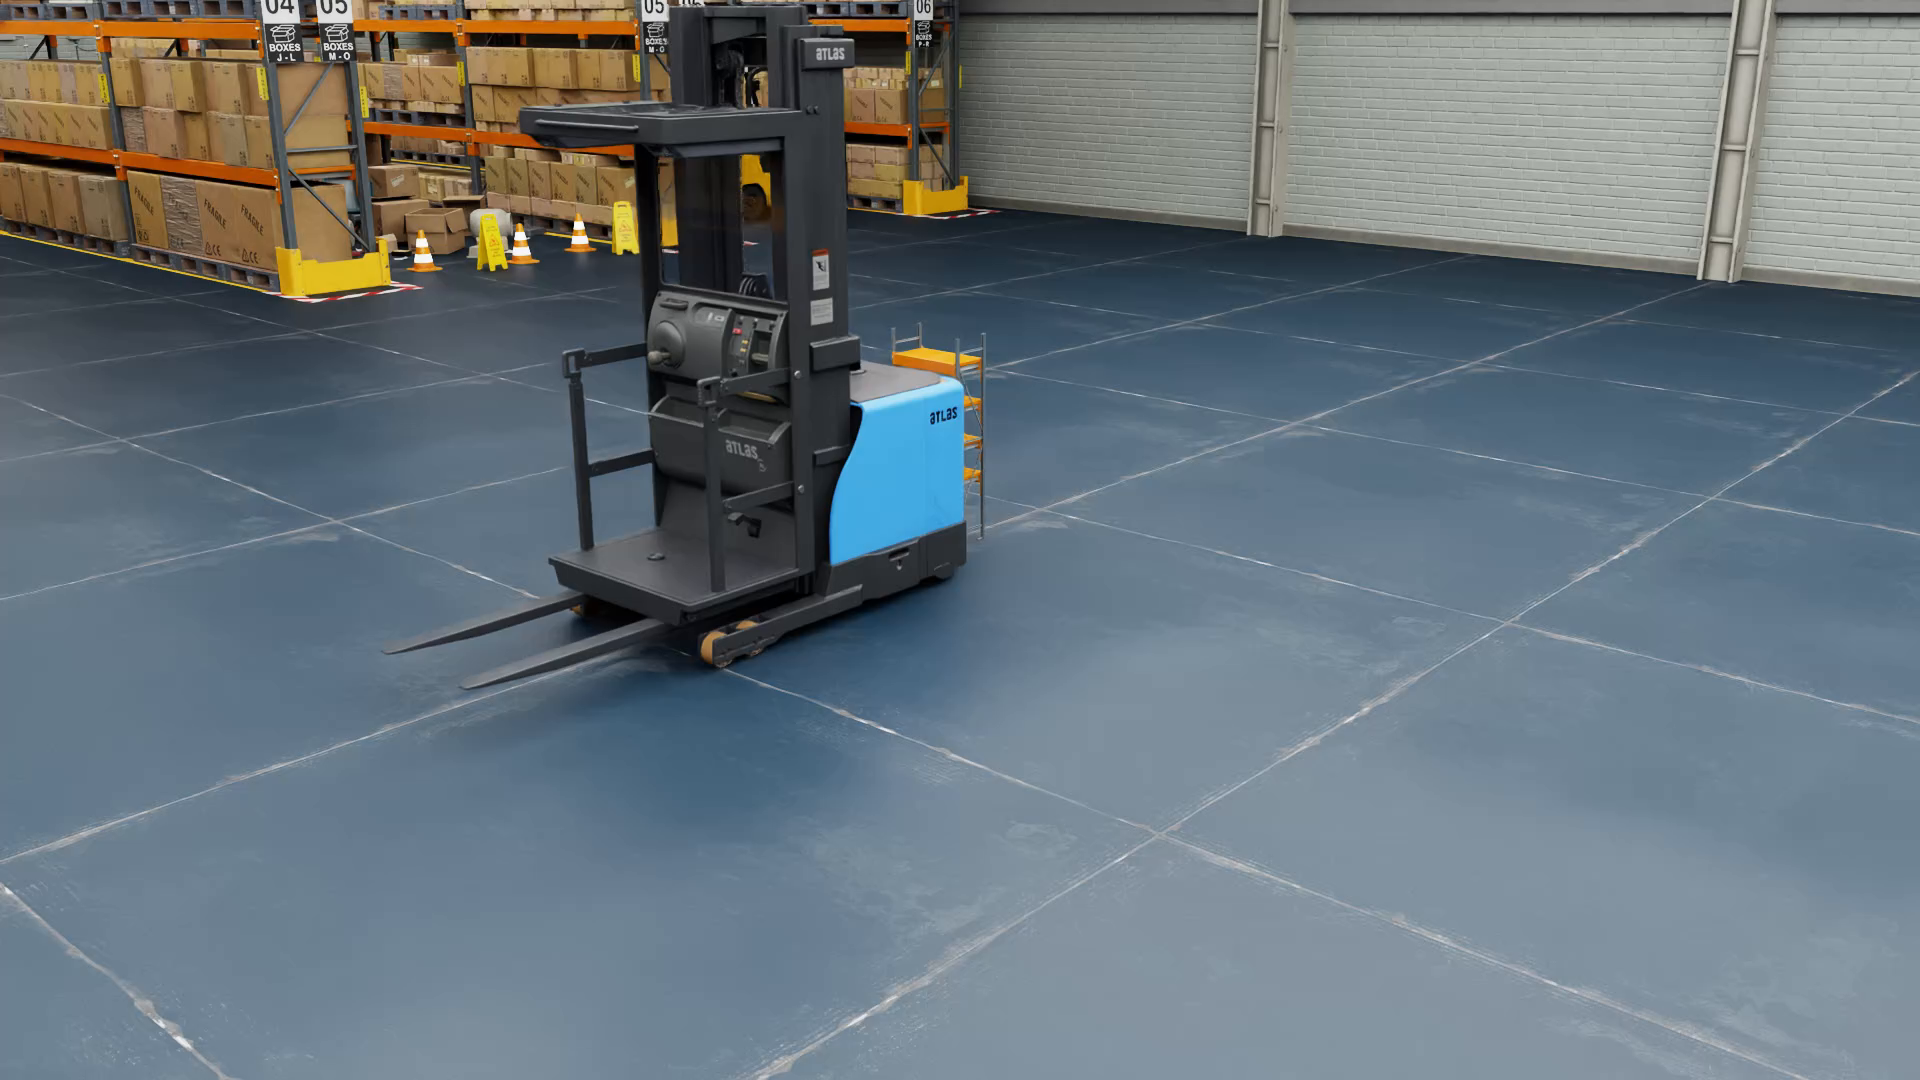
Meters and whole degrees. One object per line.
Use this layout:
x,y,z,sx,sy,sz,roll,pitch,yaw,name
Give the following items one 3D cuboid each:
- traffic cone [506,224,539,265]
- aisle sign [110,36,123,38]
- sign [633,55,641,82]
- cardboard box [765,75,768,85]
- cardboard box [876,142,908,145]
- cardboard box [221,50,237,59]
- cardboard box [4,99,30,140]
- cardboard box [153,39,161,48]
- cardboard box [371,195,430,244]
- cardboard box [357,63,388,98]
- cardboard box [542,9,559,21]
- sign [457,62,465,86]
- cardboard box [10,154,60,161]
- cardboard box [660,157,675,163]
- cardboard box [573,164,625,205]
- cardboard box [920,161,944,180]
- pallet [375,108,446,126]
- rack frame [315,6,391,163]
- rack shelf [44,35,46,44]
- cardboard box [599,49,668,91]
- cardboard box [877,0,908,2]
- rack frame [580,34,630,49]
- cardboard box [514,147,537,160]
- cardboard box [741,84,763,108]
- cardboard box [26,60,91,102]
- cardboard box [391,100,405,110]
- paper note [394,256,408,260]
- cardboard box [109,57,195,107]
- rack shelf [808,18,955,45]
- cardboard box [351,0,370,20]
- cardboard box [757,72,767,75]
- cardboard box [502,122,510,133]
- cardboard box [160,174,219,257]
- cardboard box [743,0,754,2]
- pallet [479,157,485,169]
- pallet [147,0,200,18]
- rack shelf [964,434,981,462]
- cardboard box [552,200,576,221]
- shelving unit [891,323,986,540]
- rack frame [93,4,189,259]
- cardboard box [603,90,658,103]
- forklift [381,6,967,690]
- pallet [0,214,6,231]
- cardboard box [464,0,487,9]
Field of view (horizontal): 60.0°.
-5.340,-3.613,20.230,0.334,0.463,0.336,15,23,39,traffic cone
-15.893,-9.747,31.069,0.004,0.787,0.394,15,23,39,aisle sign
-4.063,-5.928,20.895,0.005,0.325,0.100,15,23,39,sign
-2.908,-7.409,26.762,0.250,0.149,0.380,15,23,39,cardboard box
-0.998,-6.076,25.995,0.500,0.250,0.500,15,23,39,cardboard box
-12.118,-8.031,28.141,0.500,0.500,0.500,15,23,39,cardboard box
-12.334,-5.608,22.158,0.500,0.500,0.500,15,23,39,cardboard box
-14.204,-8.896,29.795,0.250,0.149,0.380,15,23,39,cardboard box
-7.379,-4.187,21.750,0.503,0.637,0.797,15,23,39,cardboard box
-9.086,-7.097,25.664,0.500,0.500,0.500,17,24,42,cardboard box
-5.310,-6.963,22.051,0.250,0.149,0.380,15,23,39,cardboard box
-7.037,-6.576,23.458,0.005,0.325,0.100,15,23,39,sign
-13.228,-5.372,23.779,0.500,0.250,0.500,14,22,37,cardboard box
-4.916,-6.752,29.161,0.625,0.625,0.875,14,22,37,cardboard box
-4.844,-4.800,22.388,0.500,0.500,0.500,16,24,41,cardboard box
-0.601,-5.740,25.764,0.500,0.250,0.500,16,23,40,cardboard box
-8.155,-6.473,25.368,1.213,0.211,1.003,15,23,39,pallet
-9.663,-6.953,26.562,0.127,3.000,1.000,15,23,39,rack frame
-14.369,-7.301,23.890,4.000,0.370,1.077,15,23,39,rack shelf
-4.207,-6.066,21.457,0.500,0.500,0.700,14,23,38,cardboard box
-0.880,-8.230,24.600,0.500,0.500,0.500,16,24,41,cardboard box
-6.371,-8.077,30.103,0.127,3.000,1.000,15,23,39,rack frame
-5.970,-5.385,23.161,0.250,0.149,0.380,16,24,41,cardboard box
-3.221,-7.173,27.090,0.500,0.500,0.500,14,22,38,cardboard box
-11.780,-6.041,21.870,0.500,0.500,0.700,15,23,38,cardboard box
-8.367,-6.591,25.141,0.250,0.149,0.380,16,24,41,cardboard box
-6.904,-3.481,20.533,0.144,0.017,0.142,-9,20,-27,paper note
-9.628,-5.514,19.995,0.550,0.550,0.875,15,23,39,cardboard box
-1.884,-7.959,25.962,4.000,0.370,1.077,15,23,39,rack shelf
-8.961,-8.238,25.486,0.500,0.500,0.700,15,23,39,cardboard box
-3.071,-7.613,26.912,0.250,0.149,0.380,15,23,40,cardboard box
-6.206,-5.809,23.372,0.250,0.149,0.380,15,23,39,cardboard box
-8.781,-3.875,19.681,0.875,0.875,0.875,15,23,40,cardboard box
-3.245,-8.673,26.578,0.250,0.149,0.380,16,23,40,cardboard box
-8.729,-7.396,32.568,1.213,0.211,1.003,15,23,39,pallet
-8.368,-5.986,18.701,1.213,0.211,1.003,15,23,39,pallet
-0.124,-0.541,9.555,0.480,0.148,0.258,15,23,39,rack shelf
-5.240,-4.547,22.833,0.500,0.250,0.500,14,22,37,cardboard box
-0.124,-0.605,9.535,0.503,1.200,0.258,15,23,39,shelving unit
-9.881,-5.010,20.439,0.127,3.000,1.000,15,23,39,rack frame
-4.268,-5.583,21.588,0.500,0.500,0.500,15,23,38,cardboard box
-1.313,-0.976,7.840,1.130,2.935,3.031,15,23,39,forklift
-13.457,-4.641,23.886,1.213,0.211,1.003,15,23,39,pallet
-6.524,-7.500,23.082,0.500,0.250,0.500,14,23,38,cardboard box
